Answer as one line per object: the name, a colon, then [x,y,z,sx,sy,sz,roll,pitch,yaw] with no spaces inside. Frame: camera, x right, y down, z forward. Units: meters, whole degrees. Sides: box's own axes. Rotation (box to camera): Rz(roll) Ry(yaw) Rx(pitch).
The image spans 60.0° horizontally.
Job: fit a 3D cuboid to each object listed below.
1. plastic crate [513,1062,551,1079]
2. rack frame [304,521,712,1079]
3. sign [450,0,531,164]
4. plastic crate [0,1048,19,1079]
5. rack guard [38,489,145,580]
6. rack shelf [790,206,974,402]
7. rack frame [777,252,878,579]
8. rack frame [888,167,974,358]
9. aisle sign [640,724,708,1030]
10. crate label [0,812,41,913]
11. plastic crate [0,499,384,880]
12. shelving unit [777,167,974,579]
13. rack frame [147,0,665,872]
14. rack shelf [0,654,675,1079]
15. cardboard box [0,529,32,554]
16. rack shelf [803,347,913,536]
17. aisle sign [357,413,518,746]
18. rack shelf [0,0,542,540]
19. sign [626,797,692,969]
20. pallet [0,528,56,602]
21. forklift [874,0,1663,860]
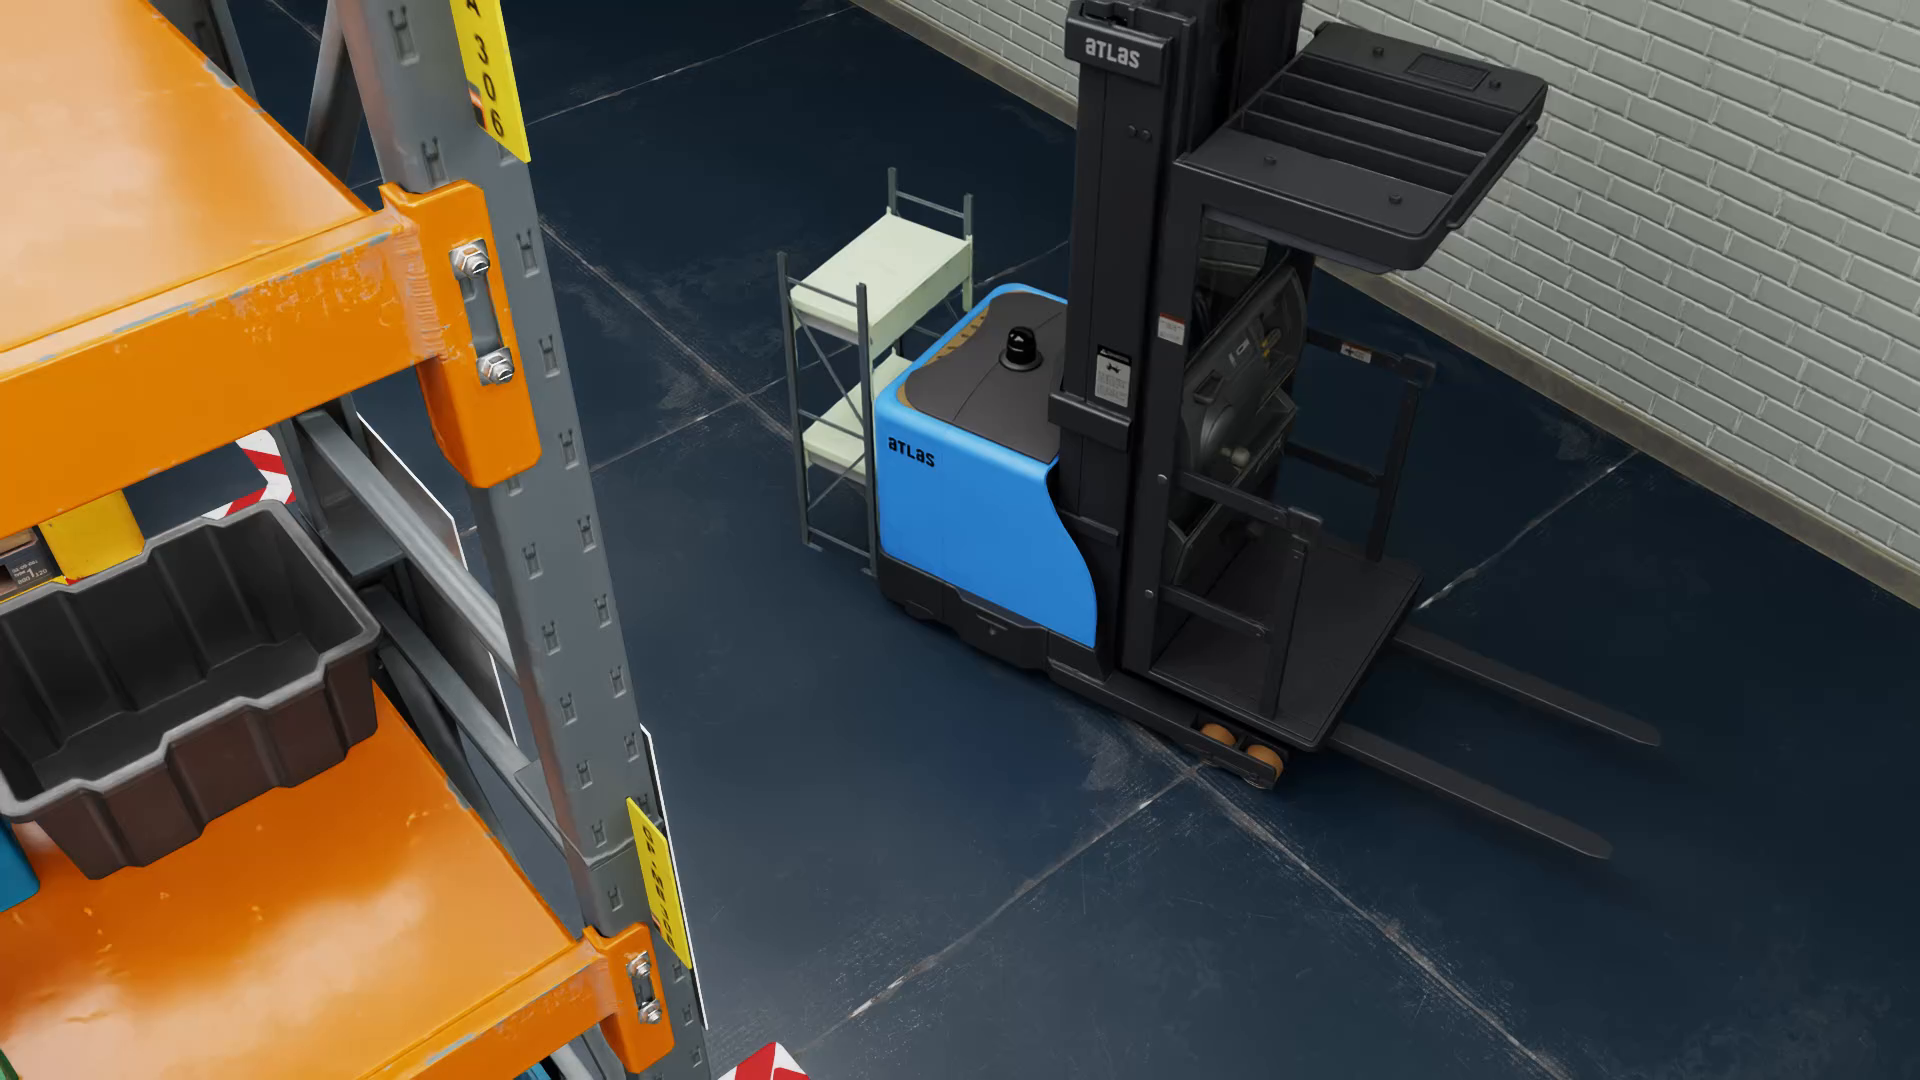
plastic crate: [-0.945,1.495,3.451,0.499,0.435,0.616,-30,51,-28]
rack frame: [-0.808,1.284,3.745,0.127,3.000,1.000,-30,51,-28]
sign: [-0.443,-0.503,1.502,0.005,0.325,0.100,-30,51,-28]
plastic crate: [-1.381,0.851,2.170,0.336,0.188,0.450,-30,51,-28]
rack guard: [-4.041,-0.374,7.337,0.348,0.500,1.175,-30,51,-28]
rack shelf: [-0.317,-0.955,6.655,0.431,0.370,0.720,24,48,23]
rack frame: [-0.516,-0.461,6.698,0.400,1.500,0.023,24,48,23]
rack frame: [-0.117,-0.881,7.146,0.400,1.500,0.023,24,48,23]
aisle sign: [-0.565,0.459,2.725,0.004,0.787,0.394,-30,51,-28]
crate label: [-1.723,0.481,2.518,0.502,0.251,0.408,-30,51,-28]
plastic crate: [-1.282,0.261,2.739,0.590,0.269,0.497,-30,51,-28]
shelving unit: [-0.317,-0.671,6.922,0.431,1.500,0.755,24,48,23]
rack frame: [-0.808,-0.903,1.691,0.127,3.000,1.000,-30,51,-28]
rack shelf: [-2.342,1.332,2.029,4.000,0.370,1.077,-30,51,-28]
cardboard box: [-4.242,-0.199,6.830,0.500,0.500,0.500,-30,51,-28]
rack shelf: [-0.316,-0.433,7.145,0.431,0.370,0.720,24,48,23]
aisle sign: [-0.943,0.149,3.055,0.004,0.787,0.394,-30,51,-28]
rack shelf: [-2.342,0.384,1.139,4.000,0.370,1.077,-30,51,-28]
sign: [-0.443,0.511,2.454,0.005,0.325,0.100,-30,51,-28]
pallet: [-4.652,0.082,7.062,1.213,0.211,1.003,-30,51,-28]
forklift: [1.172,-0.547,5.745,3.031,2.935,1.130,24,48,23]
